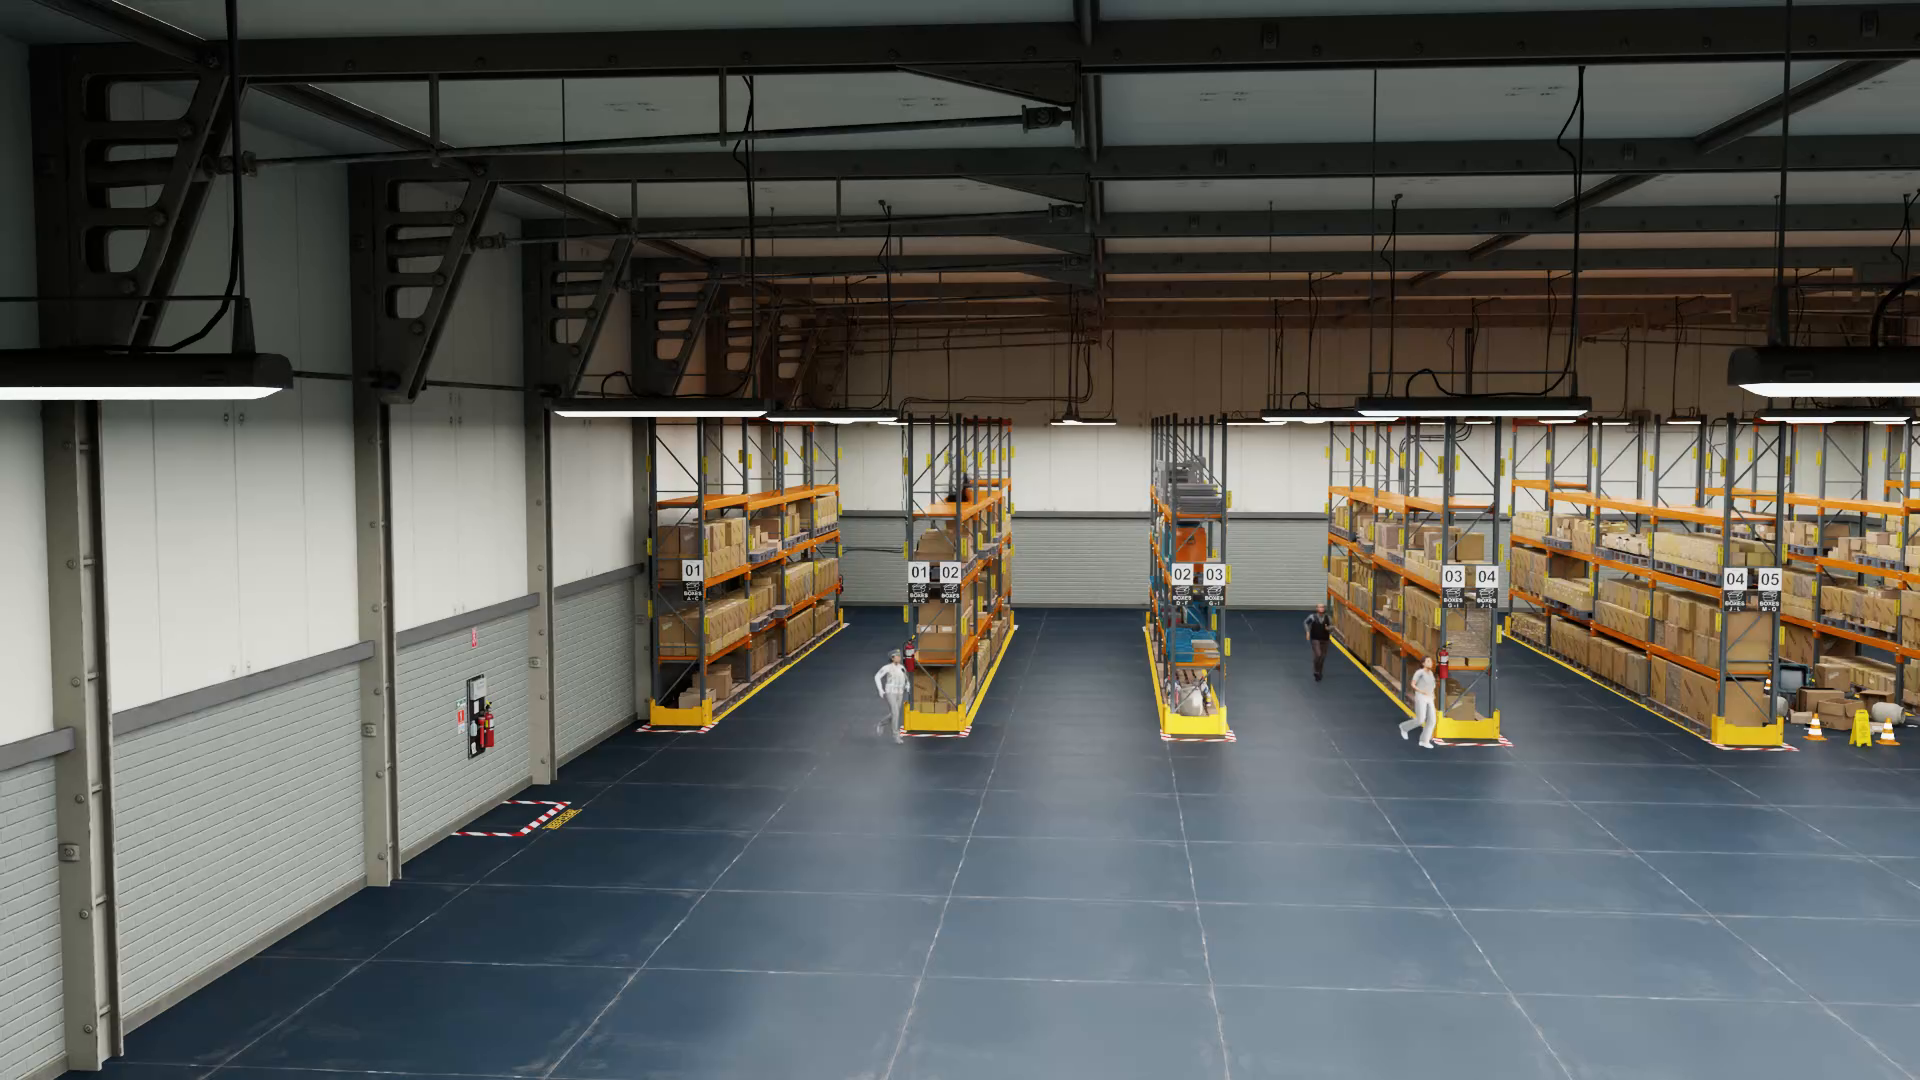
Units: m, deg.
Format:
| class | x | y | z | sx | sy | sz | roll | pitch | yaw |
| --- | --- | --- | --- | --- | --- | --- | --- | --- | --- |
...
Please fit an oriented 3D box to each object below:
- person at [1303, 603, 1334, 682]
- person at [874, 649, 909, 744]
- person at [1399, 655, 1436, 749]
| class | x | y | z | sx | sy | sz | roll | pitch | yaw |
| --- | --- | --- | --- | --- | --- | --- | --- | --- | --- |
| person | 8.179 | 2.324 | 37.805 | 0.625 | 1.786 | 0.770 | -1 | 4 | -8 |
| person | -1.185 | 2.846 | 30.466 | 0.649 | 1.683 | 0.768 | -3 | 5 | -40 |
| person | 8.341 | 2.893 | 30.015 | 0.583 | 1.645 | 0.746 | -2 | 4 | -31 |
